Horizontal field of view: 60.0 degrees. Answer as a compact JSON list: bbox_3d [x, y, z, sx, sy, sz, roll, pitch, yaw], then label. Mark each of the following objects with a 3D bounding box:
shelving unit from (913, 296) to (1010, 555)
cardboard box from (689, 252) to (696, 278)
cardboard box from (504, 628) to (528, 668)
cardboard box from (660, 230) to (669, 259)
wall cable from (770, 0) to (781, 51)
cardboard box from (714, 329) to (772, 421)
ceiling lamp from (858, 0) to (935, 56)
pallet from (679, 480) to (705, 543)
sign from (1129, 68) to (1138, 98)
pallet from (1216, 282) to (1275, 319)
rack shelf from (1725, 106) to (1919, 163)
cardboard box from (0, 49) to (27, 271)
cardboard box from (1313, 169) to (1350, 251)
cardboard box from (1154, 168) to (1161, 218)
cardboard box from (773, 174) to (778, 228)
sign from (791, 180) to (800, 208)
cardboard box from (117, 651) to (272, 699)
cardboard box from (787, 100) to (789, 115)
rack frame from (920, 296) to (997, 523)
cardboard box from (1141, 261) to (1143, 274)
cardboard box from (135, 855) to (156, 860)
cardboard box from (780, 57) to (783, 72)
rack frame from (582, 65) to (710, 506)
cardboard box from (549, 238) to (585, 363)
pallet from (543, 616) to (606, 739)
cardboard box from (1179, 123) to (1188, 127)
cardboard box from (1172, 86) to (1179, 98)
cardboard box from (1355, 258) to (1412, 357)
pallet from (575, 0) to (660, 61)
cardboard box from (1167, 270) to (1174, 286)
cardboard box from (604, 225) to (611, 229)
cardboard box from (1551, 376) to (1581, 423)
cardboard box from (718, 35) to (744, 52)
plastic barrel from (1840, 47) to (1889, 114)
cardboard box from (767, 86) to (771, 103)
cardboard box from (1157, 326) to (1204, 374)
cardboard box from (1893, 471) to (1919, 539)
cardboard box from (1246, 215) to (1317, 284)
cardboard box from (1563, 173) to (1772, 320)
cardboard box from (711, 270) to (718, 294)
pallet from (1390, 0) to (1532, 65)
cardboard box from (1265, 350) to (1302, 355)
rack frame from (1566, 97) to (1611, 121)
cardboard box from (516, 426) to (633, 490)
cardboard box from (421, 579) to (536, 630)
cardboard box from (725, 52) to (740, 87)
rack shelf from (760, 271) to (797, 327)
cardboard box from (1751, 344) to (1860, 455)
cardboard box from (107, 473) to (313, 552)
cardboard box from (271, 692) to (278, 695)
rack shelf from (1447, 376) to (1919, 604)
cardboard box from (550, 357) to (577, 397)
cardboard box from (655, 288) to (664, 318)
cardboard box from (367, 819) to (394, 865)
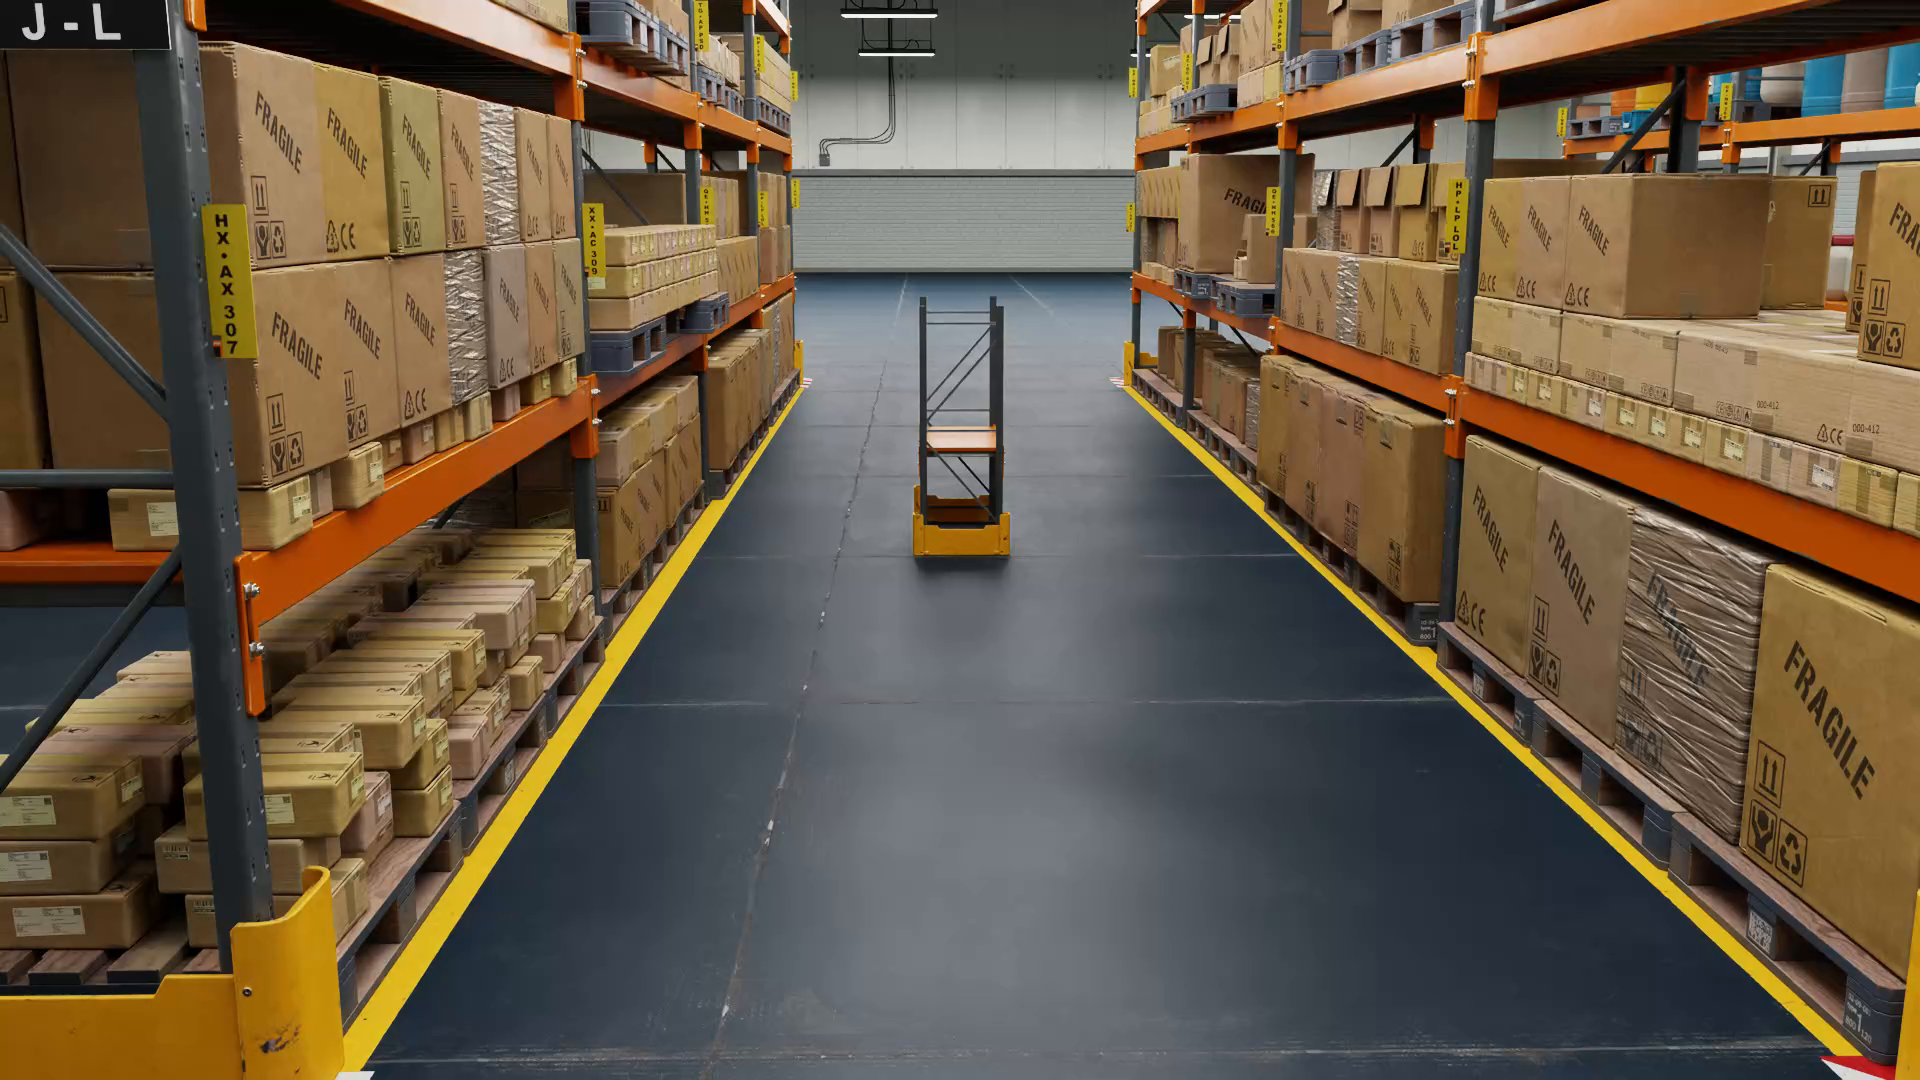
[{"bbox_3d":[-0.002,-0.750,10.485,0.587,1.500,1.083,0,11,-1],"label":"shelving unit"},{"bbox_3d":[-1.789,-1.645,9.950,0.380,0.149,0.250,0,11,-2],"label":"cardboard box"},{"bbox_3d":[-1.897,0.392,6.447,0.380,0.149,0.250,0,11,0],"label":"cardboard box"},{"bbox_3d":[-1.766,-1.584,8.900,0.380,0.149,0.250,0,11,-2],"label":"cardboard box"},{"bbox_3d":[-6.799,-15.805,49.498,3.097,2.526,0.112,0,11,-1],"label":"wall cable"},{"bbox_3d":[-2.257,-1.493,14.975,1.050,0.750,0.750,0,11,-1],"label":"cardboard box"},{"bbox_3d":[-1.642,-14.150,42.992,2.000,3.185,0.800,0,11,-1],"label":"ceiling lamp"},{"bbox_3d":[-2.263,-0.195,10.992,1.003,0.211,1.213,0,11,-1],"label":"pallet"},{"bbox_3d":[1.976,-5.204,18.924,0.100,0.325,0.005,0,11,-1],"label":"sign"},{"bbox_3d":[2.562,-1.765,12.197,1.213,0.211,1.003,0,11,-1],"label":"pallet"},{"bbox_3d":[7.594,-3.253,13.315,1.077,0.370,4.000,0,11,-1],"label":"rack shelf"},{"bbox_3d":[-2.370,-0.902,3.946,0.500,0.500,0.500,0,11,-2],"label":"cardboard box"},{"bbox_3d":[2.682,-2.113,10.655,0.797,0.503,0.637,0,11,1],"label":"cardboard box"},{"bbox_3d":[2.289,-3.584,17.167,0.500,0.500,0.500,0,11,-1],"label":"cardboard box"},{"bbox_3d":[-2.353,-3.511,17.227,0.875,0.550,0.500,0,11,-1],"label":"cardboard box"},{"bbox_3d":[-1.900,-3.991,19.177,0.100,0.325,0.005,0,11,-1],"label":"sign"},{"bbox_3d":[-2.460,0.462,5.353,0.380,0.149,0.250,0,11,1],"label":"cardboard box"},{"bbox_3d":[-2.093,-4.795,18.428,0.380,0.149,0.250,0,11,-1],"label":"cardboard box"},{"bbox_3d":[-0.012,-0.853,10.992,0.500,1.500,0.032,0,11,-1],"label":"rack frame"},{"bbox_3d":[2.286,-3.127,19.061,0.380,0.149,0.250,0,11,-1],"label":"cardboard box"},{"bbox_3d":[-2.438,0.910,4.645,0.380,0.149,0.250,0,11,1],"label":"cardboard box"},{"bbox_3d":[-2.077,-5.033,17.597,0.380,0.149,0.250,0,11,-1],"label":"cardboard box"},{"bbox_3d":[-2.277,-1.717,11.480,1.000,3.000,0.127,0,11,-1],"label":"rack frame"},{"bbox_3d":[-1.902,-1.022,7.053,0.500,0.500,0.500,0,11,-1],"label":"cardboard box"},{"bbox_3d":[-2.145,0.578,7.181,1.003,0.211,1.213,0,11,-1],"label":"pallet"},{"bbox_3d":[2.331,-3.999,15.559,0.500,0.250,0.500,0,11,1],"label":"cardboard box"},{"bbox_3d":[2.268,-4.326,16.168,0.380,0.149,0.250,-1,11,-3],"label":"cardboard box"},{"bbox_3d":[2.462,-1.266,9.002,0.500,0.500,0.500,0,11,-2],"label":"cardboard box"},{"bbox_3d":[-2.101,-2.423,7.888,1.213,0.211,1.003,0,11,-1],"label":"pallet"},{"bbox_3d":[2.245,-2.580,16.364,0.380,0.149,0.250,0,11,-1],"label":"cardboard box"},{"bbox_3d":[-2.453,-1.946,10.684,0.380,0.149,0.250,-1,11,-3],"label":"cardboard box"},{"bbox_3d":[2.464,-0.532,6.267,0.380,0.149,0.250,0,11,-2],"label":"cardboard box"},{"bbox_3d":[-2.028,-4.579,15.359,0.380,0.149,0.250,0,11,-1],"label":"cardboard box"},{"bbox_3d":[7.794,-4.019,14.018,0.600,0.901,0.600,0,11,0],"label":"plastic barrel"},{"bbox_3d":[-2.044,-4.339,16.182,0.380,0.149,0.250,0,11,-2],"label":"cardboard box"},{"bbox_3d":[2.514,-2.165,18.915,0.500,0.500,0.500,2,12,9],"label":"cardboard box"},{"bbox_3d":[2.512,-0.074,4.010,0.380,0.149,0.250,0,11,0],"label":"cardboard box"},{"bbox_3d":[2.521,-2.190,12.503,0.700,0.500,0.500,1,12,7],"label":"cardboard box"},{"bbox_3d":[2.538,-1.065,6.006,0.500,0.500,0.500,-1,11,-3],"label":"cardboard box"},{"bbox_3d":[-1.808,-1.704,10.989,0.380,0.149,0.250,0,11,0],"label":"cardboard box"},{"bbox_3d":[2.698,-2.481,8.180,0.805,0.209,1.217,-1,11,-3],"label":"pallet"},{"bbox_3d":[2.619,-1.314,12.787,0.500,0.250,0.500,1,12,5],"label":"cardboard box"},{"bbox_3d":[7.470,-6.268,18.824,1.000,3.000,0.127,0,11,-1],"label":"rack frame"},{"bbox_3d":[-1.946,-0.419,8.422,0.500,0.250,0.500,-1,11,-4],"label":"cardboard box"},{"bbox_3d":[-1.845,0.253,6.387,0.380,0.149,0.250,-1,11,-4],"label":"cardboard box"},{"bbox_3d":[-2.115,-3.919,13.859,0.500,0.250,0.500,0,11,-2],"label":"cardboard box"},{"bbox_3d":[-2.401,-2.558,17.430,1.077,0.370,4.000,0,11,-1],"label":"rack shelf"},{"bbox_3d":[2.564,-0.396,4.595,0.500,0.250,0.500,0,11,-2],"label":"cardboard box"},{"bbox_3d":[-1.791,-0.070,3.990,0.380,0.149,0.250,0,11,-2],"label":"cardboard box"},{"bbox_3d":[-2.431,0.557,5.633,0.380,0.149,0.250,0,11,2],"label":"cardboard box"},{"bbox_3d":[2.808,-0.172,5.674,1.077,0.370,4.000,0,11,-1],"label":"rack shelf"},{"bbox_3d":[-1.841,-0.693,7.060,0.380,0.149,0.250,-1,11,-3],"label":"cardboard box"},{"bbox_3d":[-1.760,-1.240,8.702,0.380,0.149,0.250,0,11,-1],"label":"cardboard box"},{"bbox_3d":[-1.902,0.858,4.901,0.380,0.149,0.250,0,11,-1],"label":"cardboard box"}]
